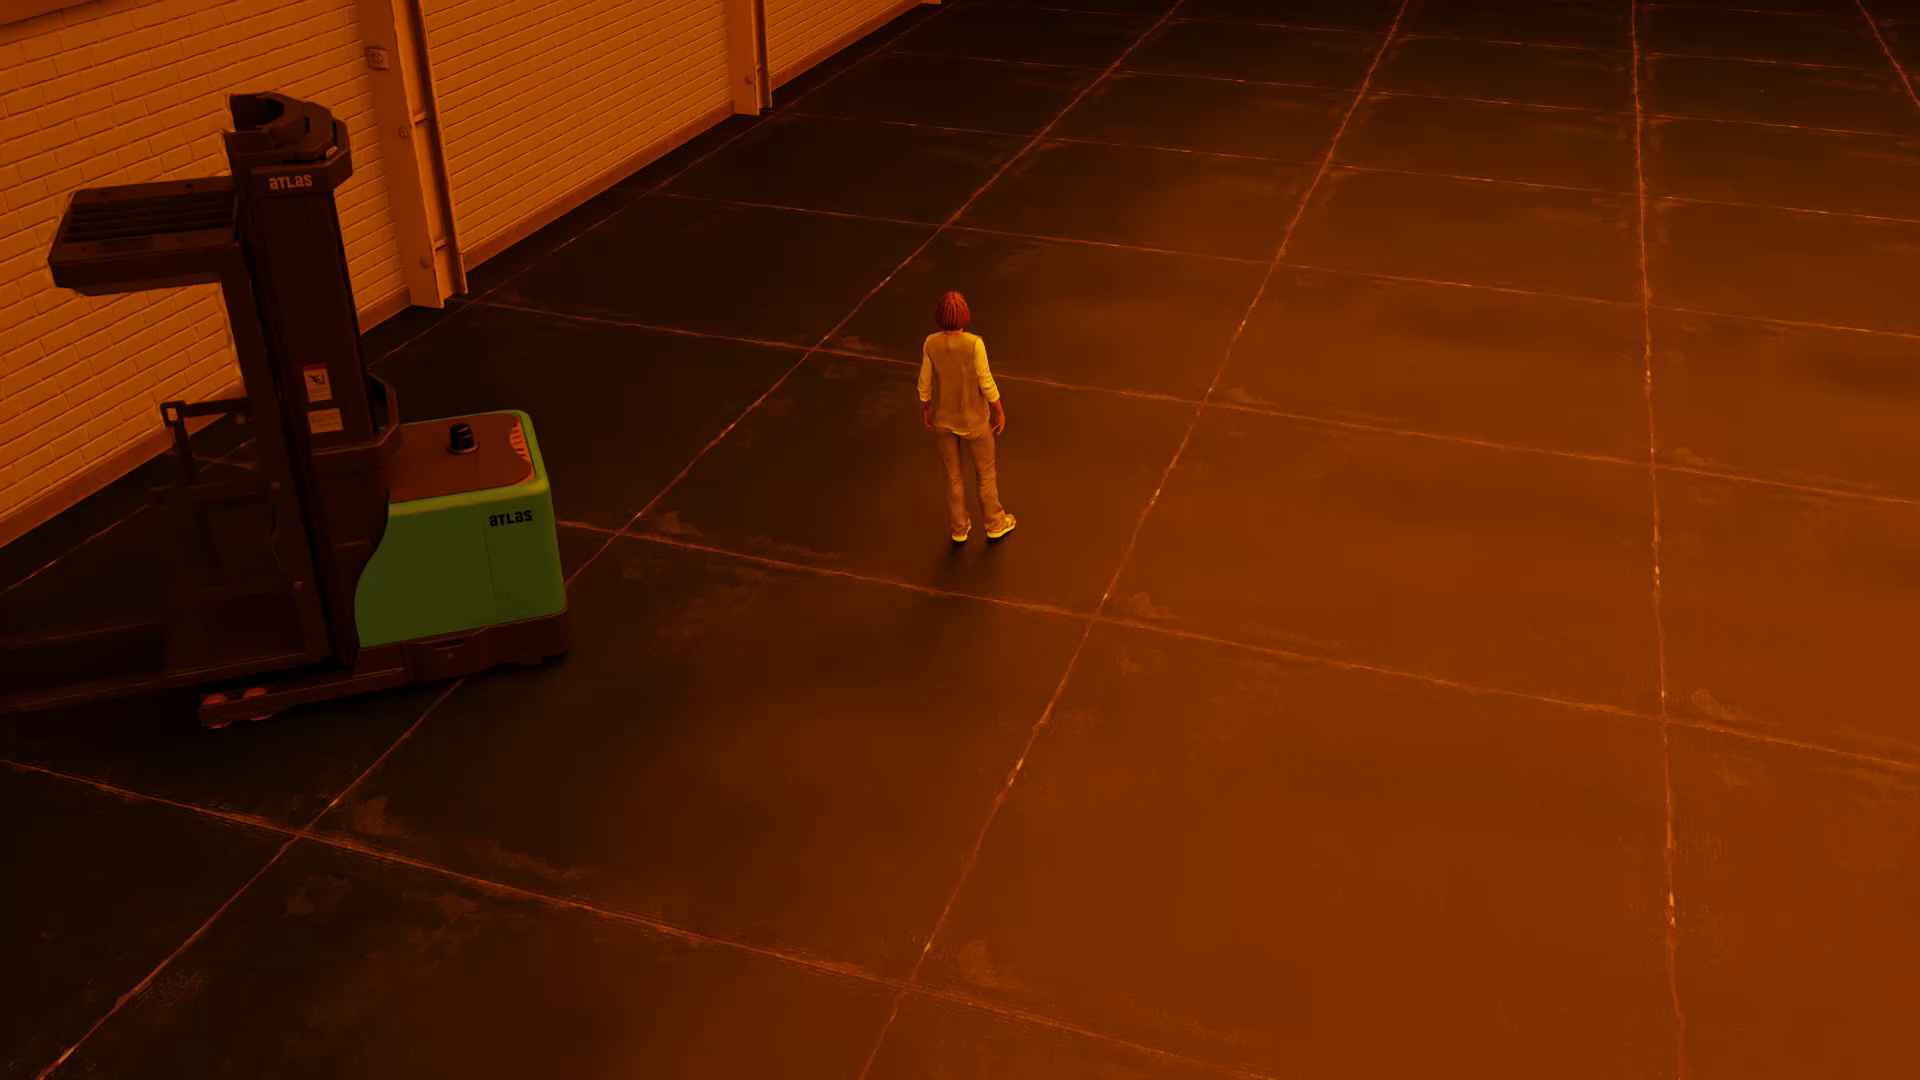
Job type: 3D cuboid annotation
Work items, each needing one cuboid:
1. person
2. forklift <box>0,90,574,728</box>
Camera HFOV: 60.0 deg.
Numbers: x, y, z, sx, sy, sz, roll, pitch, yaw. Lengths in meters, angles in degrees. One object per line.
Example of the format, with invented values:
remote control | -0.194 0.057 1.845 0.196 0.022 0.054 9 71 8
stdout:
person | 0.037 -0.732 9.753 0.521 1.596 0.475 10 31 16
forklift | -3.658 -0.615 8.215 3.031 2.935 1.130 -10 31 -17
